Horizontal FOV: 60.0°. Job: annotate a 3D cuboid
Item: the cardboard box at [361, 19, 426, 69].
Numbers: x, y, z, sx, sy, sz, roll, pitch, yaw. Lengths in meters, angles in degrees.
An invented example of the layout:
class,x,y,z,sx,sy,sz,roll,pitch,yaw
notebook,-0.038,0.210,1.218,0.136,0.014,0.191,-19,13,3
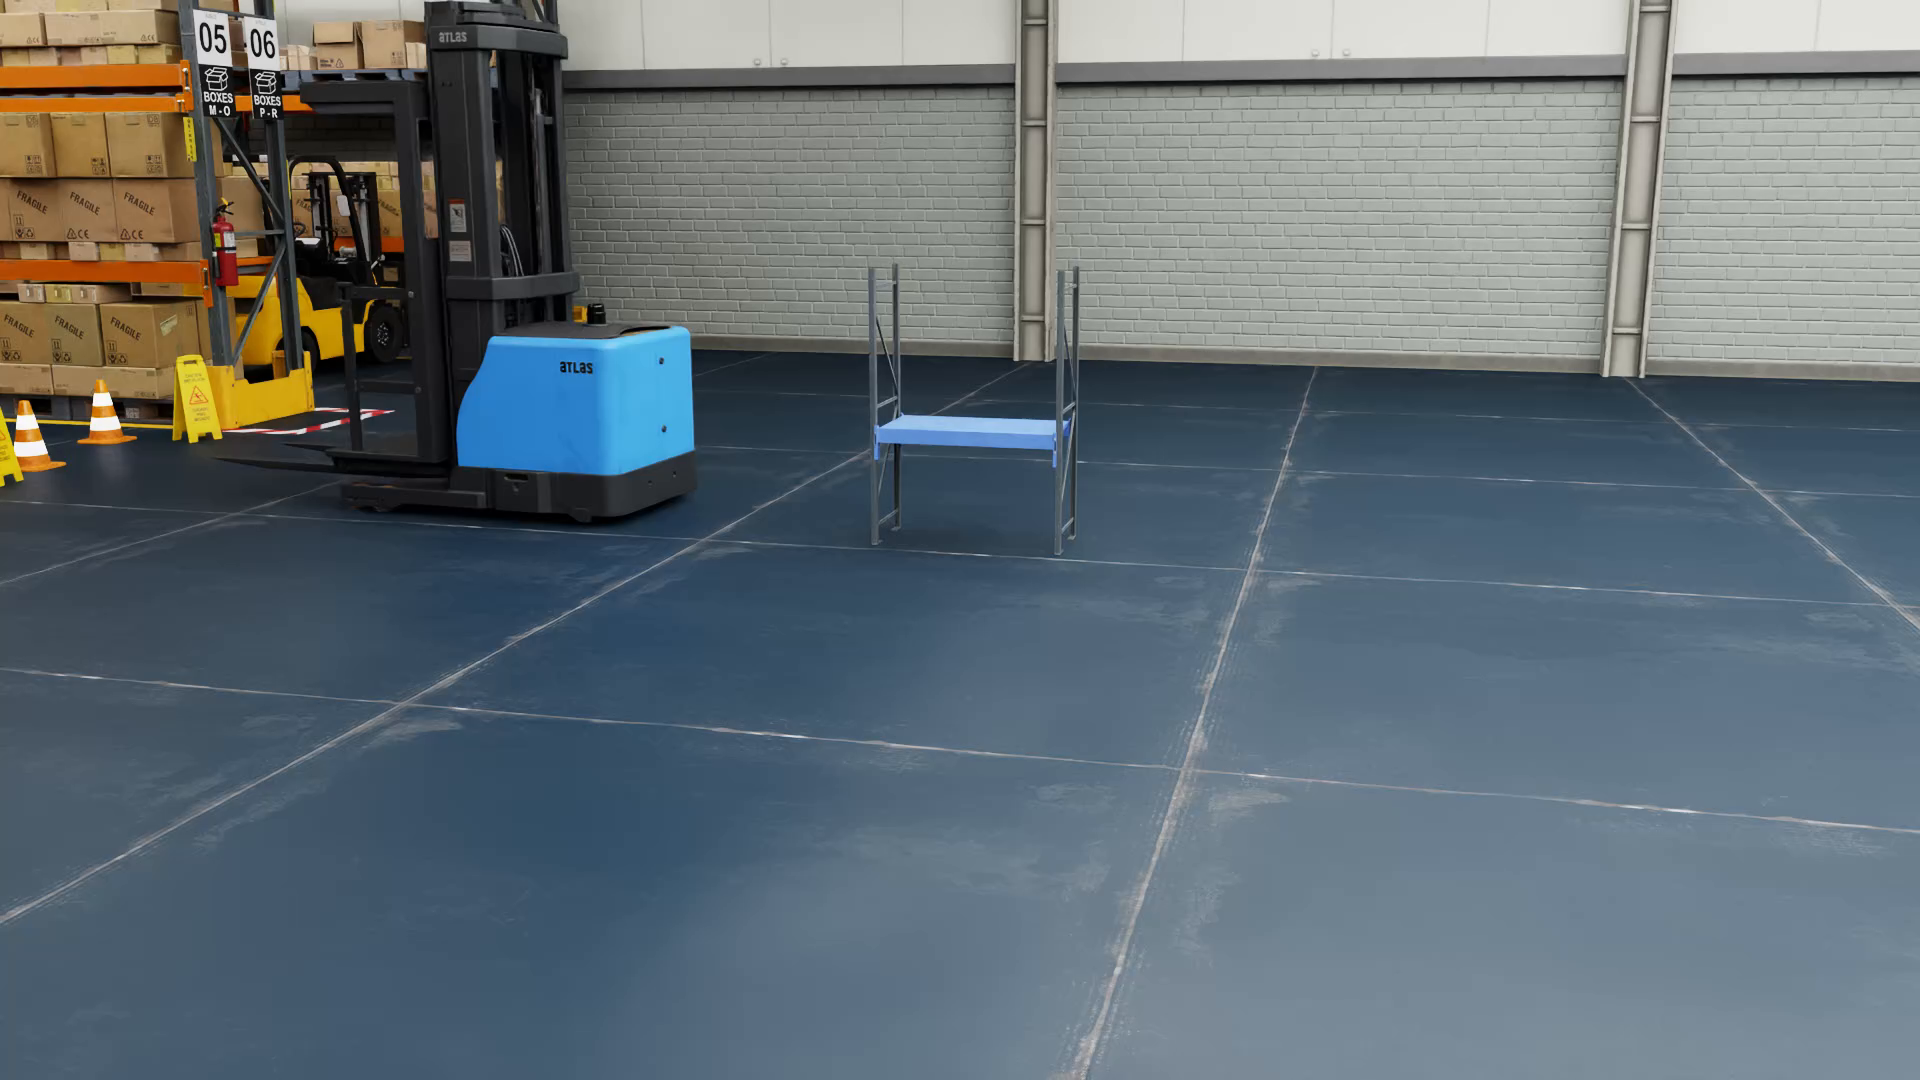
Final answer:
class,x,y,z,sx,sy,sz,roll,pitch,yaw
cardboard box,-6.020,-5.323,17.944,0.500,0.500,0.700,3,13,14

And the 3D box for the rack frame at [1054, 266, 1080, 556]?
class,x,y,z,sx,sy,sz,roll,pitch,yaw
rack frame,0.576,-0.701,8.932,0.032,1.500,0.500,3,13,14

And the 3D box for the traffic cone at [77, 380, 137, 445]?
class,x,y,z,sx,sy,sz,roll,pitch,yaw
traffic cone,-6.473,-0.979,12.576,0.334,0.463,0.336,3,13,14

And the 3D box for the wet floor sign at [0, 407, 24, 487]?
class,x,y,z,sx,sy,sz,roll,pitch,yaw
wet floor sign,-6.332,-0.685,10.833,0.232,0.644,0.267,1,13,4

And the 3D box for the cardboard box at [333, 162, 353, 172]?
class,x,y,z,sx,sy,sz,roll,pitch,yaw
cardboard box,-6.690,-4.090,18.328,0.250,0.149,0.380,3,13,14

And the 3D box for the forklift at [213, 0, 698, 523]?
class,x,y,z,sx,sy,sz,roll,pitch,yaw
forklift,-3.208,-1.699,10.124,3.031,2.935,1.130,4,13,18

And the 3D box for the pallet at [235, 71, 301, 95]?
class,x,y,z,sx,sy,sz,roll,pitch,yaw
pallet,-7.610,-5.100,18.574,1.213,0.211,1.003,3,13,14

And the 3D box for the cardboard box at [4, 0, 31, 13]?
class,x,y,z,sx,sy,sz,roll,pitch,yaw
cardboard box,-7.357,-4.241,13.236,0.250,0.149,0.380,3,13,12

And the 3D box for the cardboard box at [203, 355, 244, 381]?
class,x,y,z,sx,sy,sz,roll,pitch,yaw
cardboard box,-6.464,-1.429,14.127,0.500,0.250,0.500,3,13,13

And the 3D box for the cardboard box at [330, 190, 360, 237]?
class,x,y,z,sx,sy,sz,roll,pitch,yaw
cardboard box,-6.592,-3.608,18.341,0.500,0.500,0.500,3,13,14

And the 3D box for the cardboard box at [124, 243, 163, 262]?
class,x,y,z,sx,sy,sz,roll,pitch,yaw
cardboard box,-6.434,-2.308,13.290,0.250,0.149,0.380,3,13,13

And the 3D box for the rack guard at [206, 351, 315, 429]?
class,x,y,z,sx,sy,sz,roll,pitch,yaw
rack guard,-5.820,-1.250,13.712,0.348,0.500,1.175,3,13,14

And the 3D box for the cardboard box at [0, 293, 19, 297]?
class,x,y,z,sx,sy,sz,roll,pitch,yaw
cardboard box,-8.002,-1.876,14.411,0.500,0.500,0.500,4,13,17

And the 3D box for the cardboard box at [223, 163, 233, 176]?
class,x,y,z,sx,sy,sz,roll,pitch,yaw
cardboard box,-8.206,-4.149,18.596,0.250,0.149,0.380,3,13,15

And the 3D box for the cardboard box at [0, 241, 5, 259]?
class,x,y,z,sx,sy,sz,roll,pitch,yaw
cardboard box,-7.910,-2.392,13.668,0.250,0.149,0.380,3,13,13

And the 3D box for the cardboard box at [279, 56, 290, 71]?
class,x,y,z,sx,sy,sz,roll,pitch,yaw
cardboard box,-7.335,-5.186,18.138,0.250,0.149,0.380,3,13,15

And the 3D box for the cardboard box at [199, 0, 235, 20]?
class,x,y,z,sx,sy,sz,roll,pitch,yaw
cardboard box,-6.043,-4.258,13.316,0.250,0.149,0.380,3,13,13

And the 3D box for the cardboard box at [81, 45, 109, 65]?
class,x,y,z,sx,sy,sz,roll,pitch,yaw
cardboard box,-6.659,-3.794,13.066,0.250,0.149,0.380,3,13,15

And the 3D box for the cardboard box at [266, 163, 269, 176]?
class,x,y,z,sx,sy,sz,roll,pitch,yaw
cardboard box,-7.455,-4.109,18.411,0.250,0.149,0.380,3,13,15

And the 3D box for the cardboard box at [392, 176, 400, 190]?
class,x,y,z,sx,sy,sz,roll,pitch,yaw
cardboard box,-5.966,-3.887,18.100,0.250,0.149,0.380,3,13,12

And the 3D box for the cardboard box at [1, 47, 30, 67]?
class,x,y,z,sx,sy,sz,roll,pitch,yaw
cardboard box,-7.397,-3.840,13.270,0.250,0.149,0.380,3,13,12

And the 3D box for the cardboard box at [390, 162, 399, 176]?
class,x,y,z,sx,sy,sz,roll,pitch,yaw
cardboard box,-5.970,-4.028,18.048,0.250,0.149,0.380,3,13,15

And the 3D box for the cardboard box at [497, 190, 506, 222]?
class,x,y,z,sx,sy,sz,roll,pitch,yaw
cardboard box,-5.102,-3.529,17.984,0.500,0.500,0.500,3,13,12

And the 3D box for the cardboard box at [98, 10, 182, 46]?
class,x,y,z,sx,sy,sz,roll,pitch,yaw
cardboard box,-6.308,-3.972,12.947,0.500,0.250,0.500,3,13,13

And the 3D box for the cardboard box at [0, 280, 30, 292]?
class,x,y,z,sx,sy,sz,roll,pitch,yaw
cardboard box,-11.089,-2.903,19.908,0.625,0.625,0.875,3,13,15

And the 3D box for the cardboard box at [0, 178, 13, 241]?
class,x,y,z,sx,sy,sz,roll,pitch,yaw
cardboard box,-7.797,-2.714,13.625,0.500,0.500,0.500,3,13,14

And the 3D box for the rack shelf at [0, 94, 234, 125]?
class,x,y,z,sx,sy,sz,roll,pitch,yaw
rack shelf,-10.386,-4.935,19.286,4.000,0.370,1.077,3,13,14

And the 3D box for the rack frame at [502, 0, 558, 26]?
class,x,y,z,sx,sy,sz,roll,pitch,yaw
rack frame,-4.561,-6.439,17.479,0.127,3.000,1.000,3,13,14

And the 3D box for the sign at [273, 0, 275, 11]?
class,x,y,z,sx,sy,sz,roll,pitch,yaw
sign,-5.617,-4.471,13.518,0.005,0.325,0.100,3,13,14

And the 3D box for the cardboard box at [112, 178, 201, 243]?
class,x,y,z,sx,sy,sz,roll,pitch,yaw
cardboard box,-6.340,-2.630,13.246,0.500,0.500,0.500,3,13,13

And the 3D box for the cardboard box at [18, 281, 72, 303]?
class,x,y,z,sx,sy,sz,roll,pitch,yaw
cardboard box,-7.458,-2.031,13.612,0.250,0.149,0.380,4,13,16

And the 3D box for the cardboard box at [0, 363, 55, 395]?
class,x,y,z,sx,sy,sz,roll,pitch,yaw
cardboard box,-7.606,-1.369,13.856,0.500,0.250,0.500,3,13,12

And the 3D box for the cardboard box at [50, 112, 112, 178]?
class,x,y,z,sx,sy,sz,roll,pitch,yaw
cardboard box,-6.784,-3.157,13.310,0.500,0.500,0.700,3,13,14

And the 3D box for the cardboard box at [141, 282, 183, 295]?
class,x,y,z,sx,sy,sz,roll,pitch,yaw
cardboard box,-8.954,-2.788,19.388,0.625,0.625,0.875,4,13,16

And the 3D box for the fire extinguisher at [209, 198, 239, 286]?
class,x,y,z,sx,sy,sz,roll,pitch,yaw
fire extinguisher,-5.746,-2.325,12.968,0.183,0.674,0.296,3,13,14

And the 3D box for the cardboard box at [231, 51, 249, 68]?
class,x,y,z,sx,sy,sz,roll,pitch,yaw
cardboard box,-5.991,-3.893,13.511,0.250,0.149,0.380,3,13,14

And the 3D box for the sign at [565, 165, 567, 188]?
class,x,y,z,sx,sy,sz,roll,pitch,yaw
sign,-4.422,-4.088,18.551,0.005,0.325,0.100,3,13,14

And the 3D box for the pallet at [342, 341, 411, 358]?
class,x,y,z,sx,sy,sz,roll,pitch,yaw
pallet,-6.494,-2.243,18.858,1.213,0.211,1.003,3,13,14

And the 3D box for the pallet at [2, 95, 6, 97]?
class,x,y,z,sx,sy,sz,roll,pitch,yaw
pallet,-11.648,-5.281,19.622,1.003,0.211,1.213,4,13,16

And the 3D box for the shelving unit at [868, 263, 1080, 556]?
class,x,y,z,sx,sy,sz,roll,pitch,yaw
shelving unit,0.083,-0.728,9.051,1.048,1.500,0.538,3,13,14

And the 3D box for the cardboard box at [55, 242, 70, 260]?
class,x,y,z,sx,sy,sz,roll,pitch,yaw
cardboard box,-7.150,-2.375,13.595,0.250,0.149,0.380,3,13,14

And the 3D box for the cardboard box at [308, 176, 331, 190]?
class,x,y,z,sx,sy,sz,roll,pitch,yaw
cardboard box,-6.962,-3.939,18.333,0.250,0.149,0.380,3,13,12

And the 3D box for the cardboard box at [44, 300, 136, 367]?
class,x,y,z,sx,sy,sz,roll,pitch,yaw
cardboard box,-7.094,-1.708,13.654,0.500,0.500,0.500,4,13,16

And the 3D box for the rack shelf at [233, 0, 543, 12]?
class,x,y,z,sx,sy,sz,roll,pitch,yaw
rack shelf,-6.503,-5.996,18.068,4.000,0.370,1.077,3,13,14

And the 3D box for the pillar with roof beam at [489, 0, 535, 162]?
class,x,y,z,sx,sy,sz,roll,pitch,yaw
pillar with roof beam,-6.053,-5.759,14.416,0.400,9.000,9.100,3,13,14

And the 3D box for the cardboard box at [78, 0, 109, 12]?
class,x,y,z,sx,sy,sz,roll,pitch,yaw
cardboard box,-6.639,-4.183,12.978,0.250,0.149,0.380,3,13,13

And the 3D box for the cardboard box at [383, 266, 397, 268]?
class,x,y,z,sx,sy,sz,roll,pitch,yaw
cardboard box,-6.562,-2.896,18.433,0.500,0.250,0.500,3,13,12
